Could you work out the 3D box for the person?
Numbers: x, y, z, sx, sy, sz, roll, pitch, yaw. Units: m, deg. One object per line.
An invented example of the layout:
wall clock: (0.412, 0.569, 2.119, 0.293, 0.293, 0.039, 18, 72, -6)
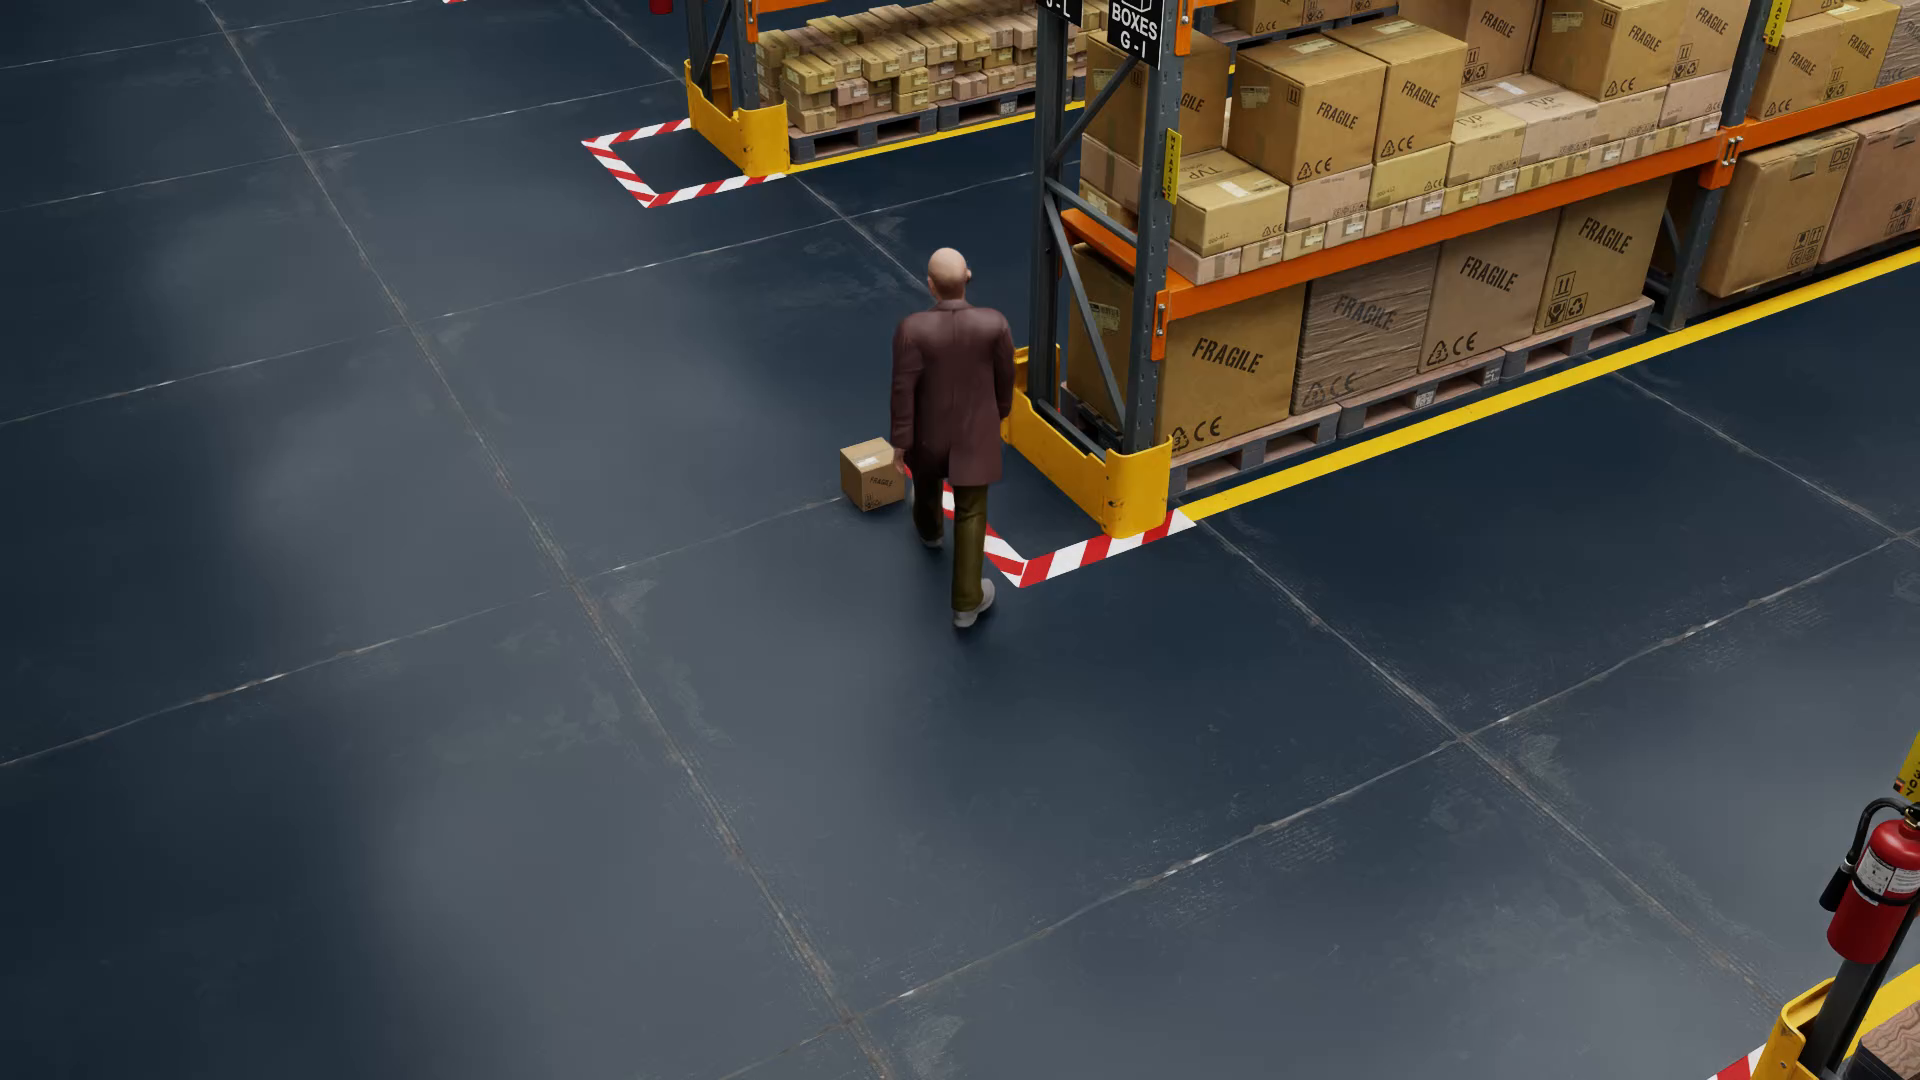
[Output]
person: (-0.034, -0.554, 7.684, 0.579, 1.740, 1.042, -1, 36, -1)
